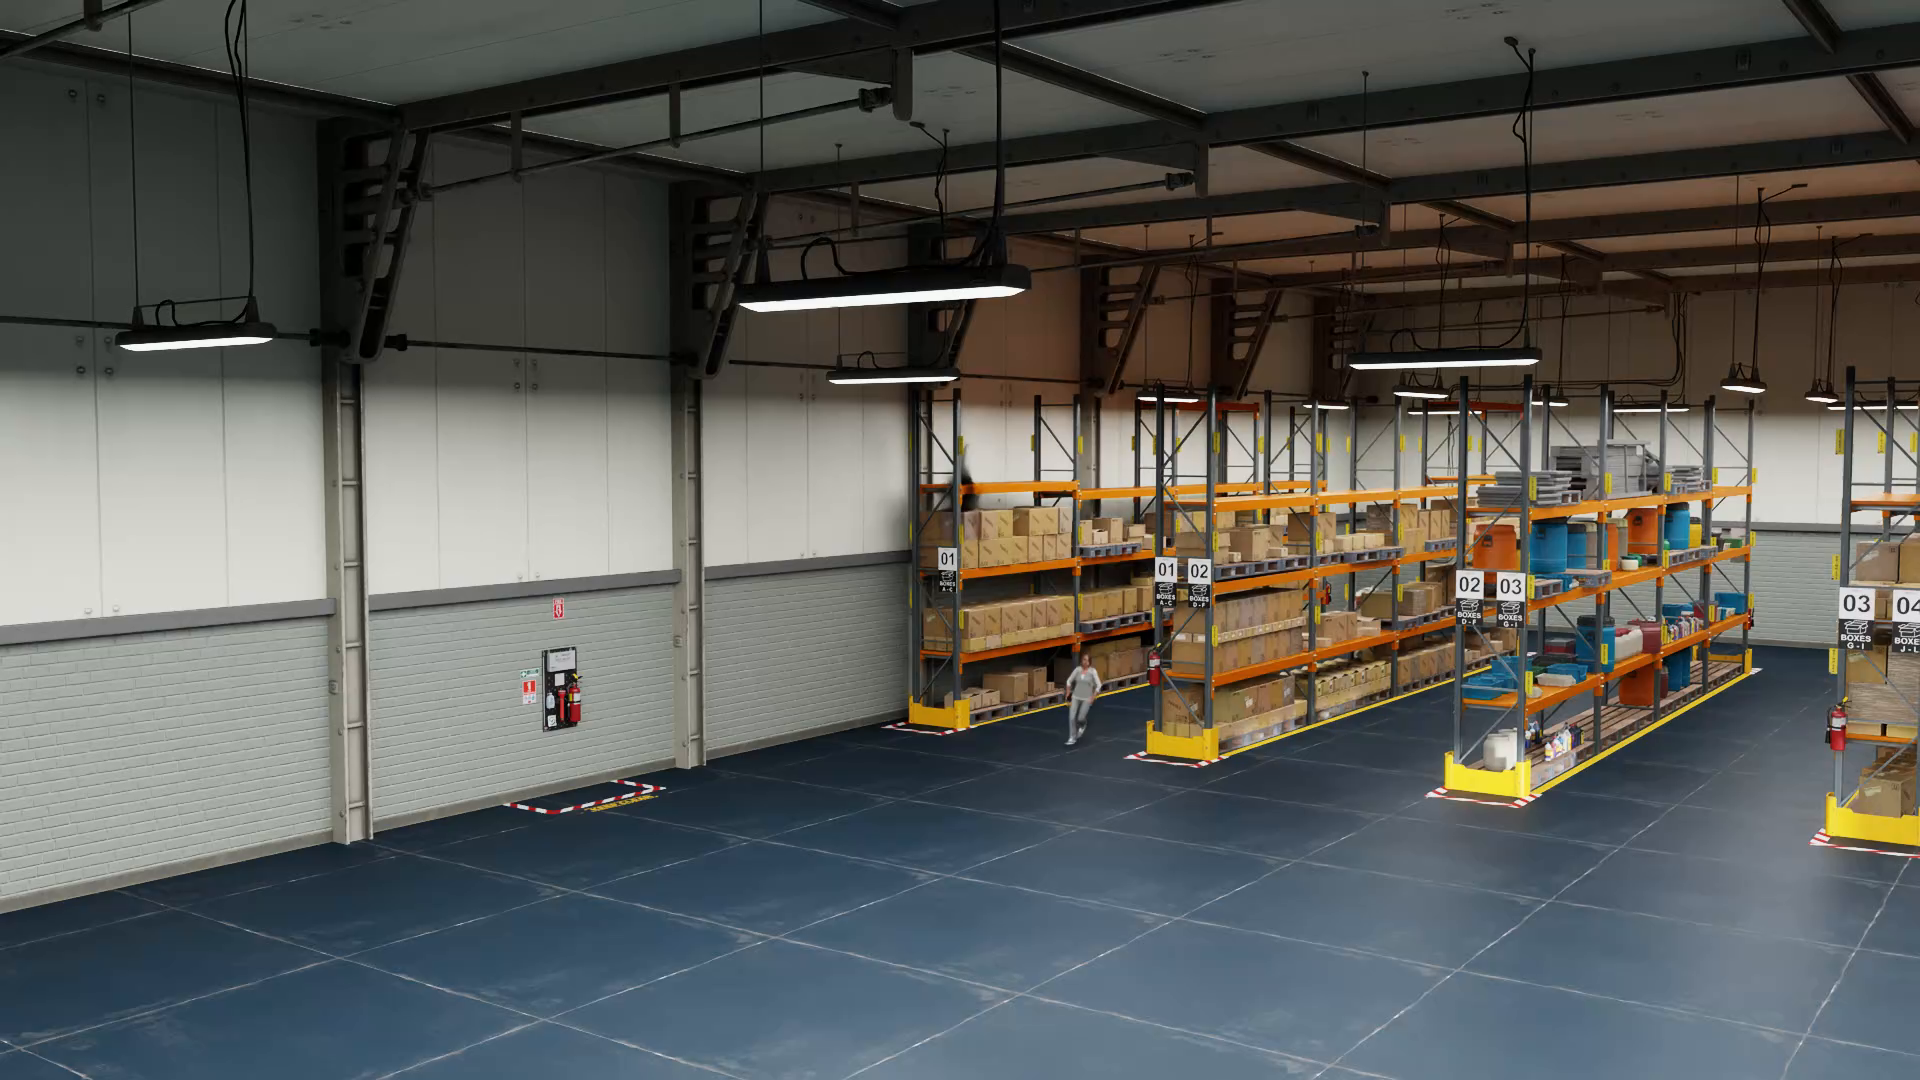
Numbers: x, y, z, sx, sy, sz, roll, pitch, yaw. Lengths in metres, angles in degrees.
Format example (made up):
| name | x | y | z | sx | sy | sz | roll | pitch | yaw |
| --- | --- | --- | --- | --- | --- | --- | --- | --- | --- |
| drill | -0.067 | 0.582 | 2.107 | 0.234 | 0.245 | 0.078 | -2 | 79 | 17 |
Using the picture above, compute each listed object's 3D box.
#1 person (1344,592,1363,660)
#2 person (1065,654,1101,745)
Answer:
| name | x | y | z | sx | sy | sz | roll | pitch | yaw |
| --- | --- | --- | --- | --- | --- | --- | --- | --- | --- |
| person | 8.941 | 2.016 | 37.352 | 0.659 | 1.722 | 0.589 | 2 | 4 | 26 |
| person | 2.051 | 2.659 | 27.753 | 0.589 | 1.536 | 0.497 | 1 | 3 | 18 |
